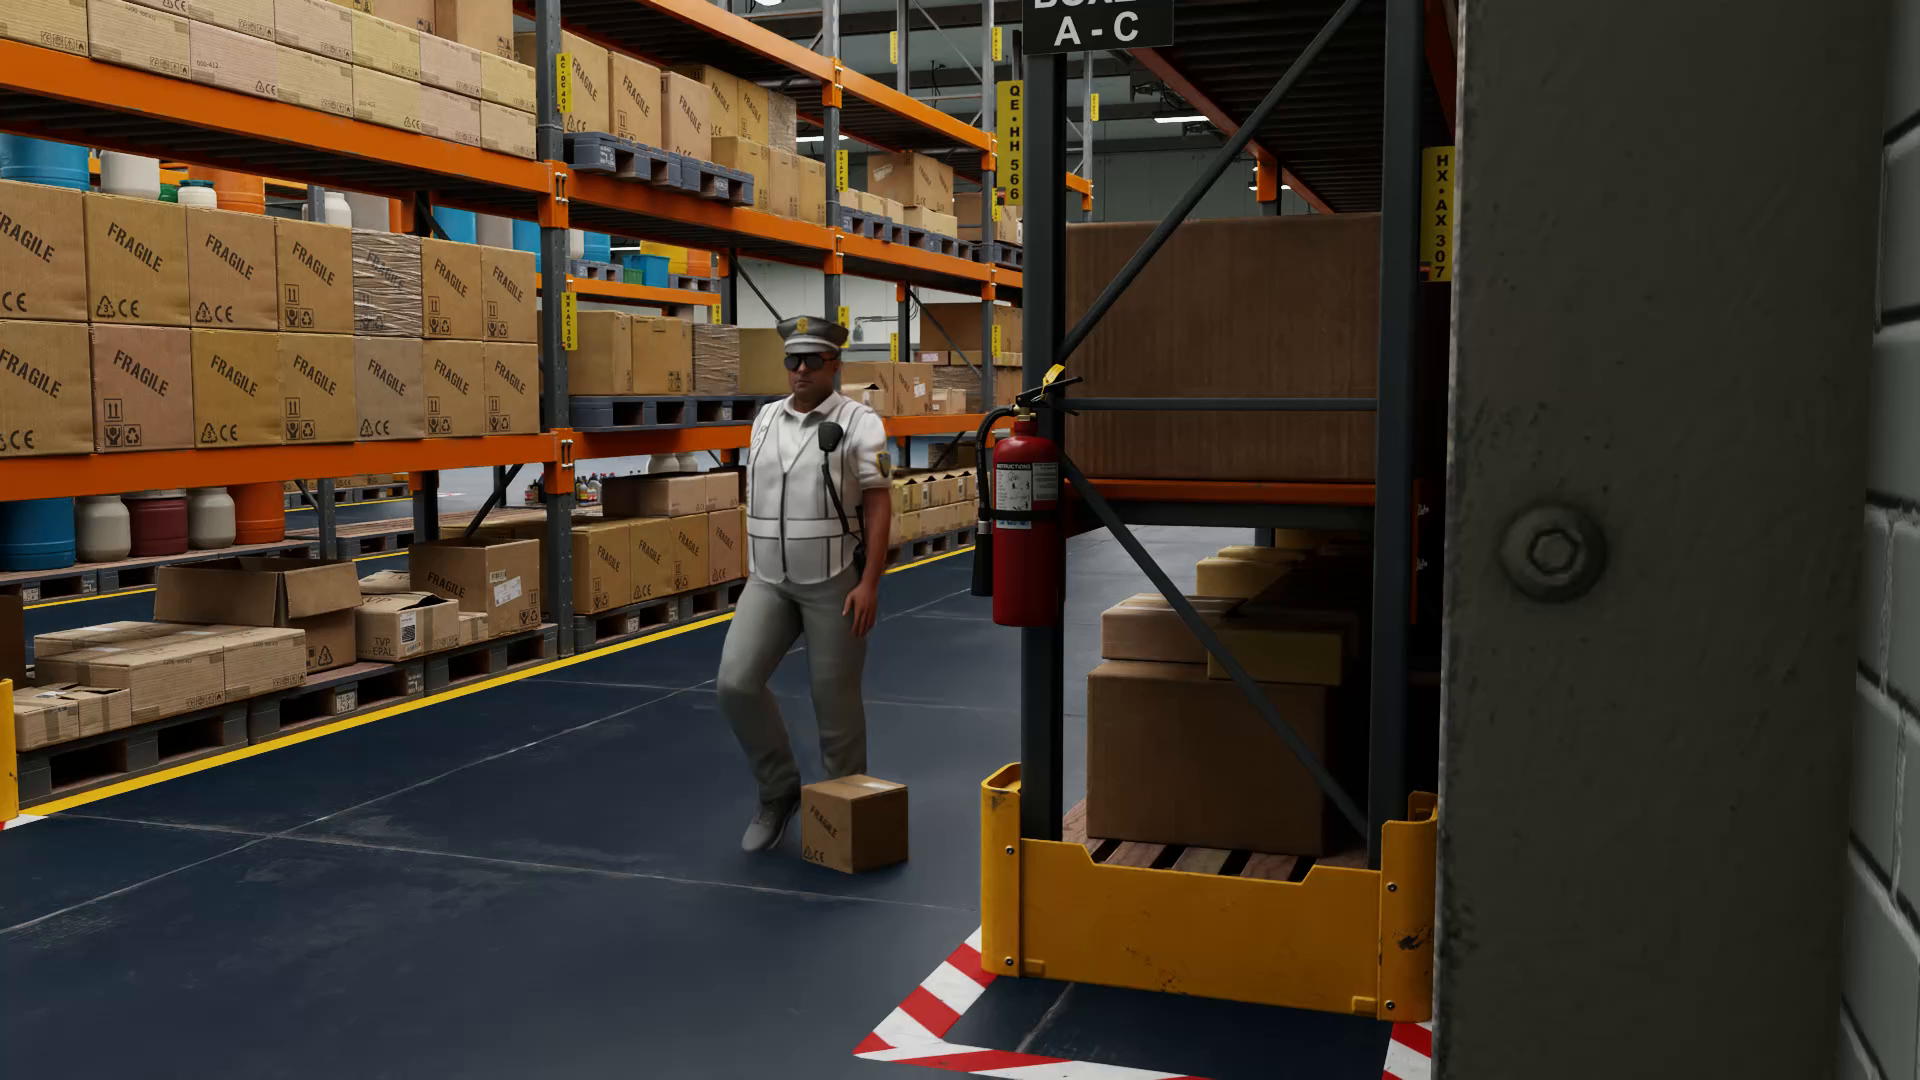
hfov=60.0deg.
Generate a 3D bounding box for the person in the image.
[{"bbox_3d":[-0.517,0.167,5.590,0.578,1.830,0.499,2,5,19],"label":"person"}]
